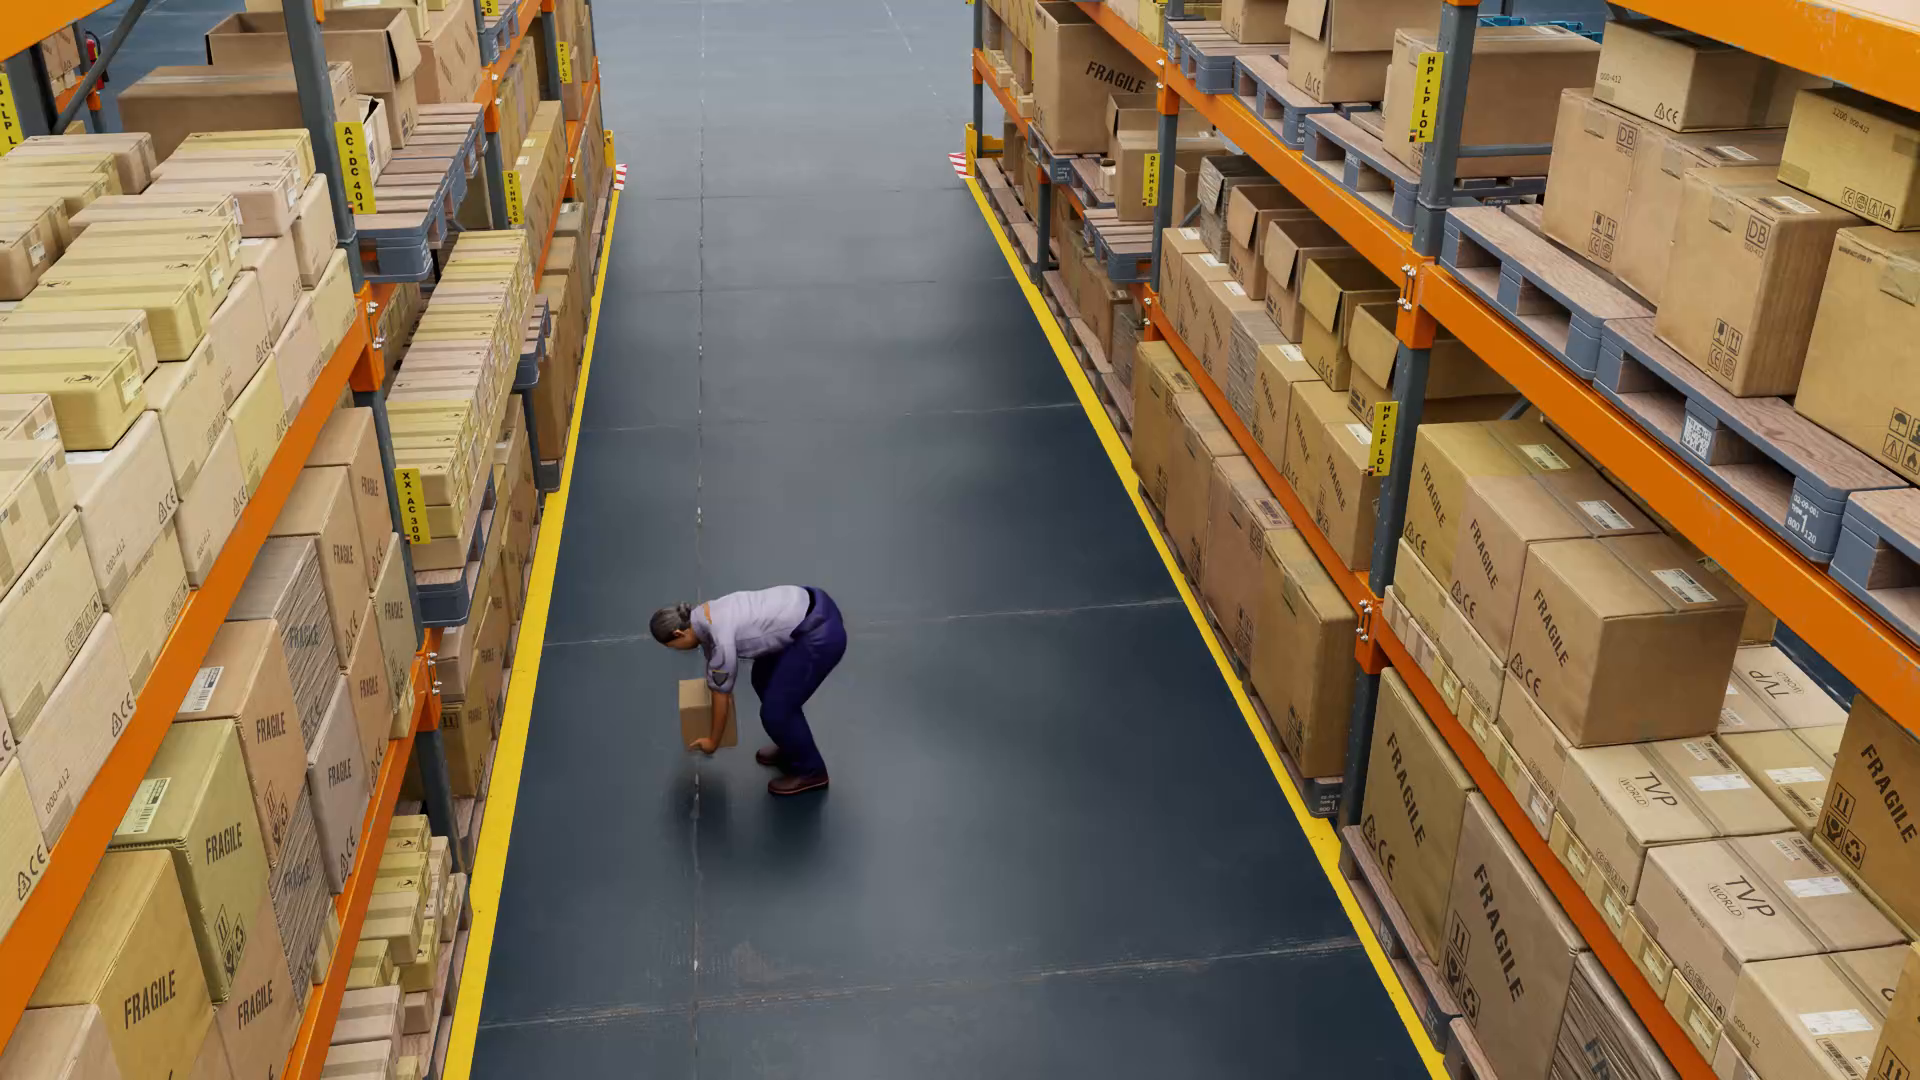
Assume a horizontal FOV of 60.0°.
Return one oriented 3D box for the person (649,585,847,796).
[{"bbox_3d":[-0.992,0.715,7.957,0.910,1.004,0.475,-5,28,-9],"label":"person"}]
